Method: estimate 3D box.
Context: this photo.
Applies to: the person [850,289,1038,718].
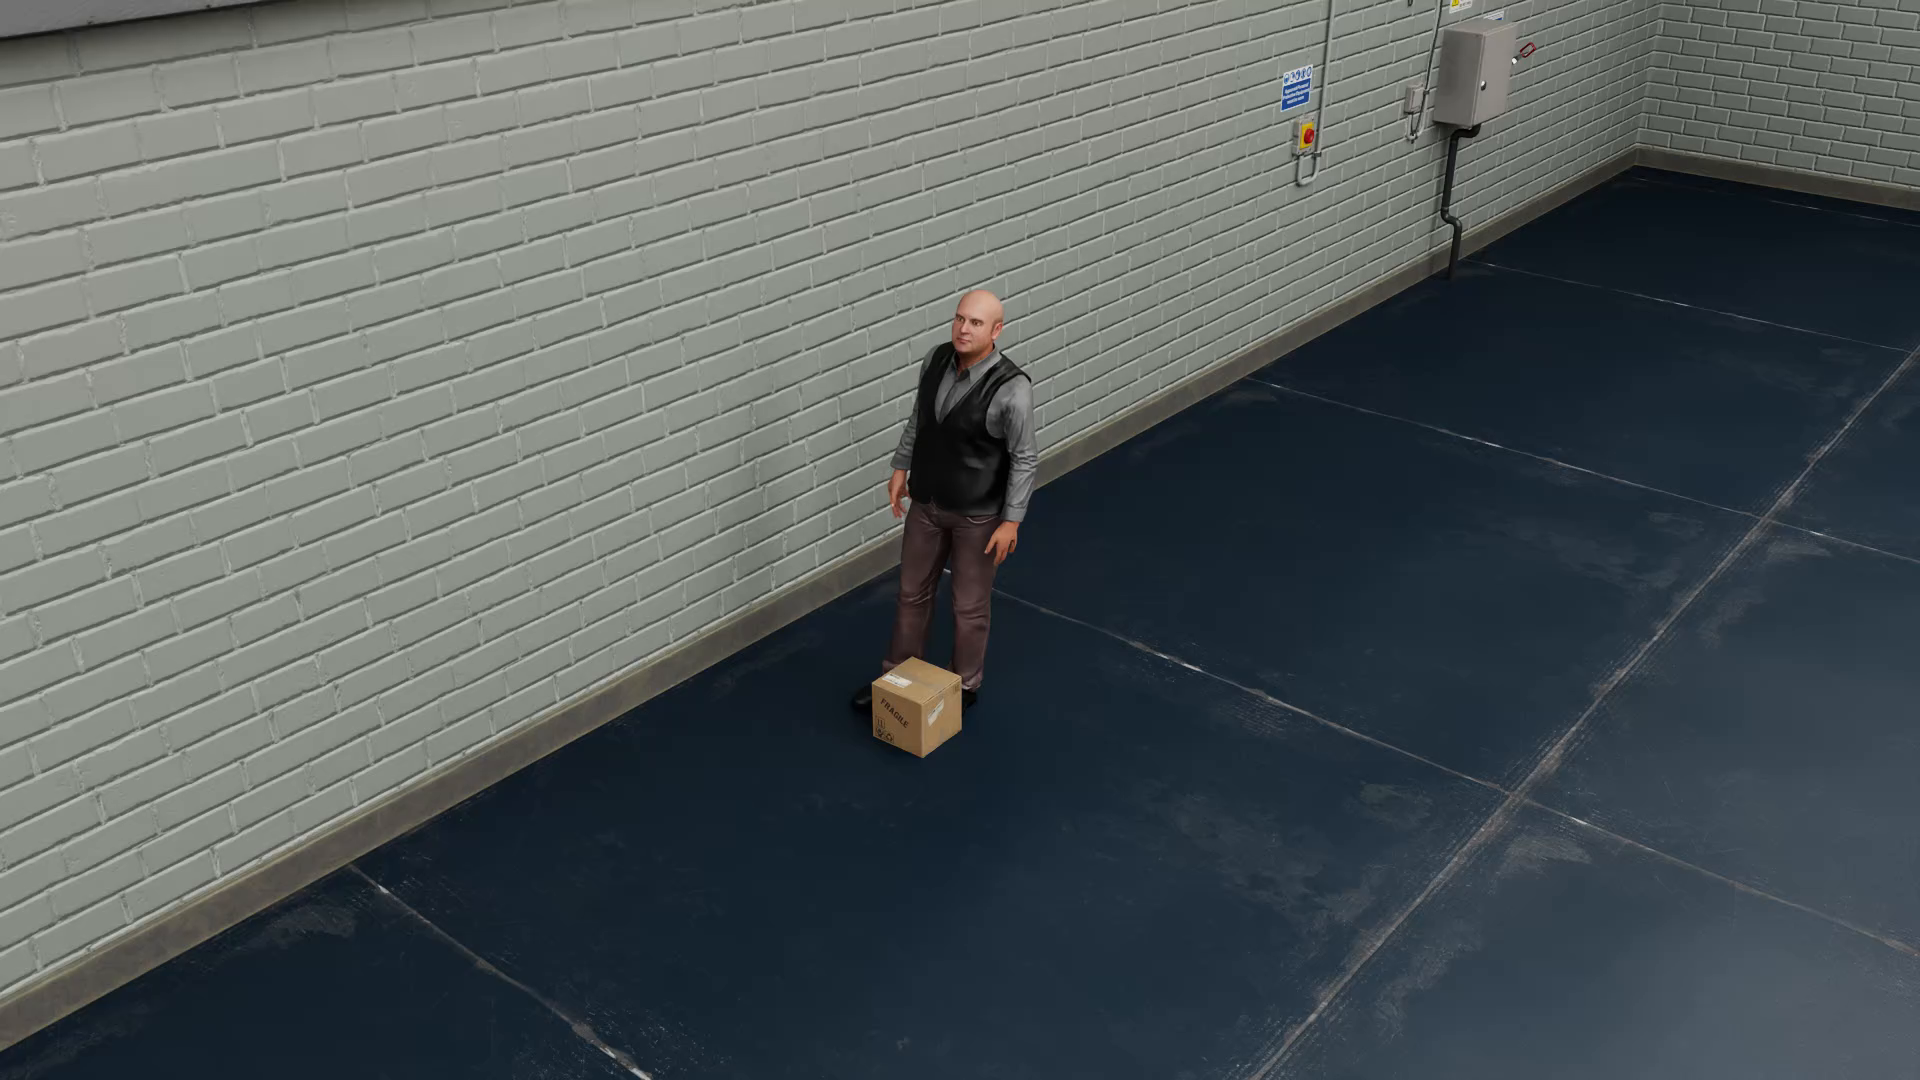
[{"bbox_3d":[-0.047,-0.101,6.324,0.632,1.720,0.568,21,34,35],"label":"person"}]
